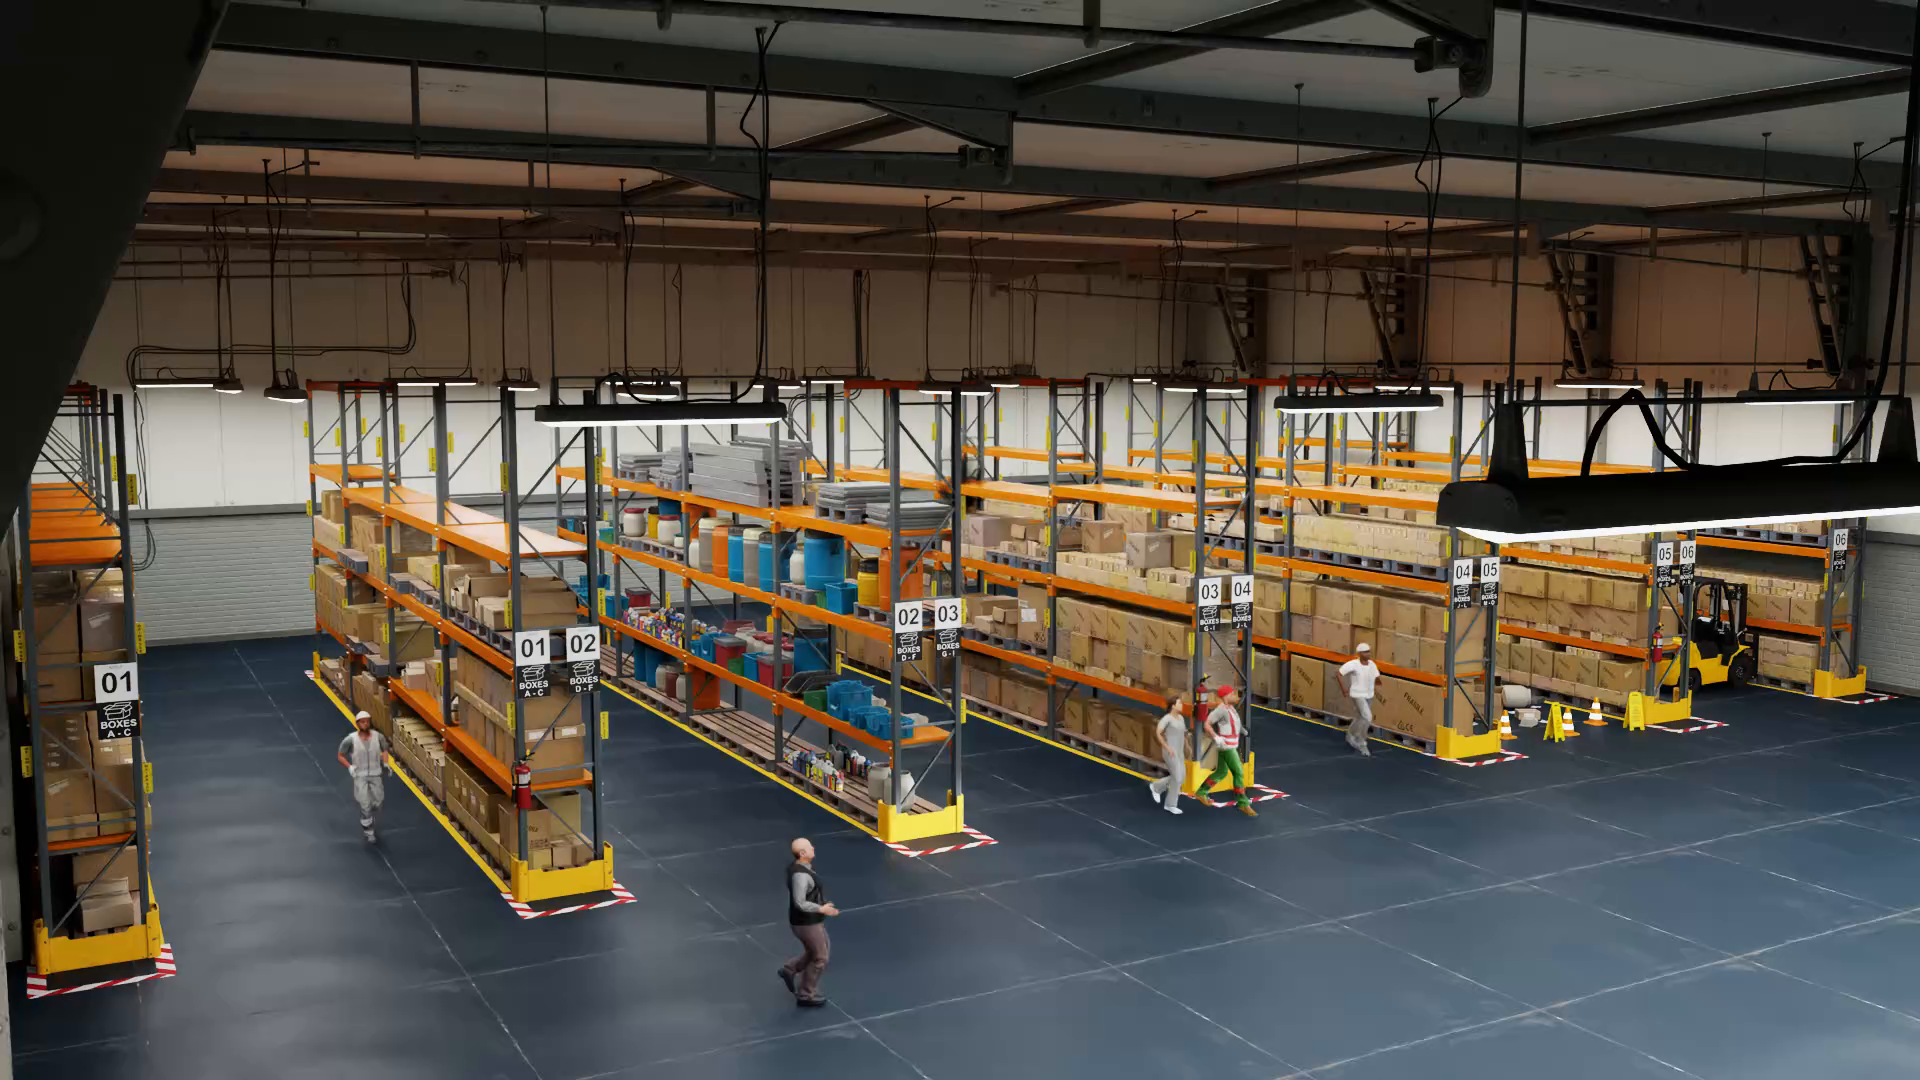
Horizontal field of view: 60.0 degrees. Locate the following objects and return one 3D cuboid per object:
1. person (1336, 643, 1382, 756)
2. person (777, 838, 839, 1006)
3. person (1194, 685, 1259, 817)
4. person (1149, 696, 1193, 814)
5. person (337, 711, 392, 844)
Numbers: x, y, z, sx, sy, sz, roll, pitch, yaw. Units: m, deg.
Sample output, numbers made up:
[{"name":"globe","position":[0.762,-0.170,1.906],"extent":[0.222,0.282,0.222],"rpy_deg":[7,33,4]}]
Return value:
[{"name":"person","position":[6.539,2.582,27.082],"extent":[0.681,1.830,0.753],"rpy_deg":[-4,7,-33]},{"name":"person","position":[-1.504,3.756,16.403],"extent":[0.604,1.673,0.656],"rpy_deg":[-1,6,-7]},{"name":"person","position":[3.771,2.948,23.460],"extent":[0.927,1.816,0.736],"rpy_deg":[2,6,15]},{"name":"person","position":[2.990,3.022,23.639],"extent":[0.597,1.636,0.615],"rpy_deg":[5,8,40]},{"name":"person","position":[-7.909,3.126,22.088],"extent":[0.656,1.745,0.615],"rpy_deg":[-4,7,-33]}]
